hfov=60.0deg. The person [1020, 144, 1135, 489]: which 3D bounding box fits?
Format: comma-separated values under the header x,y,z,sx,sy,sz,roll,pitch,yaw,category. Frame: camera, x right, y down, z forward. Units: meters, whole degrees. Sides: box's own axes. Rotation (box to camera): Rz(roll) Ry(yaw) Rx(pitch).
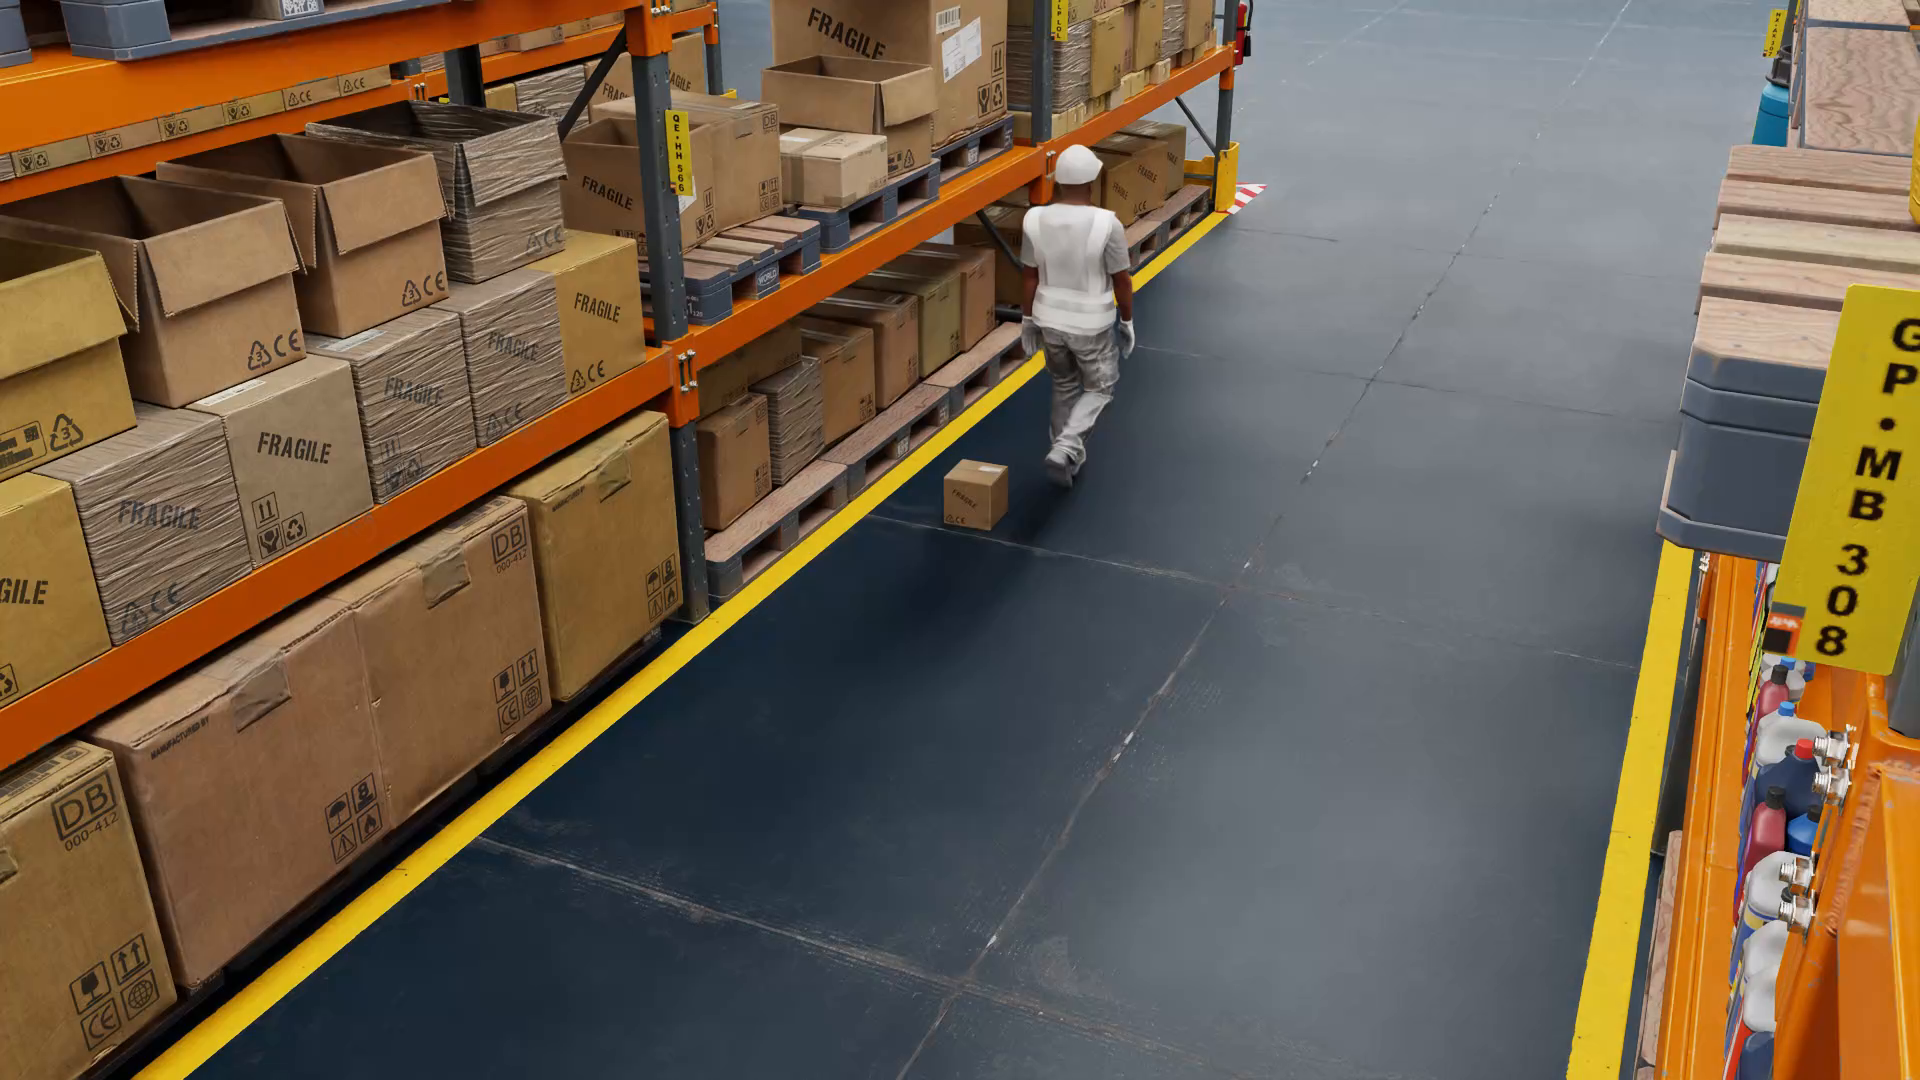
x,y,z,sx,sy,sz,roll,pitch,yaw,category
0.577,-1.077,8.279,0.574,1.763,0.773,11,28,22,person
